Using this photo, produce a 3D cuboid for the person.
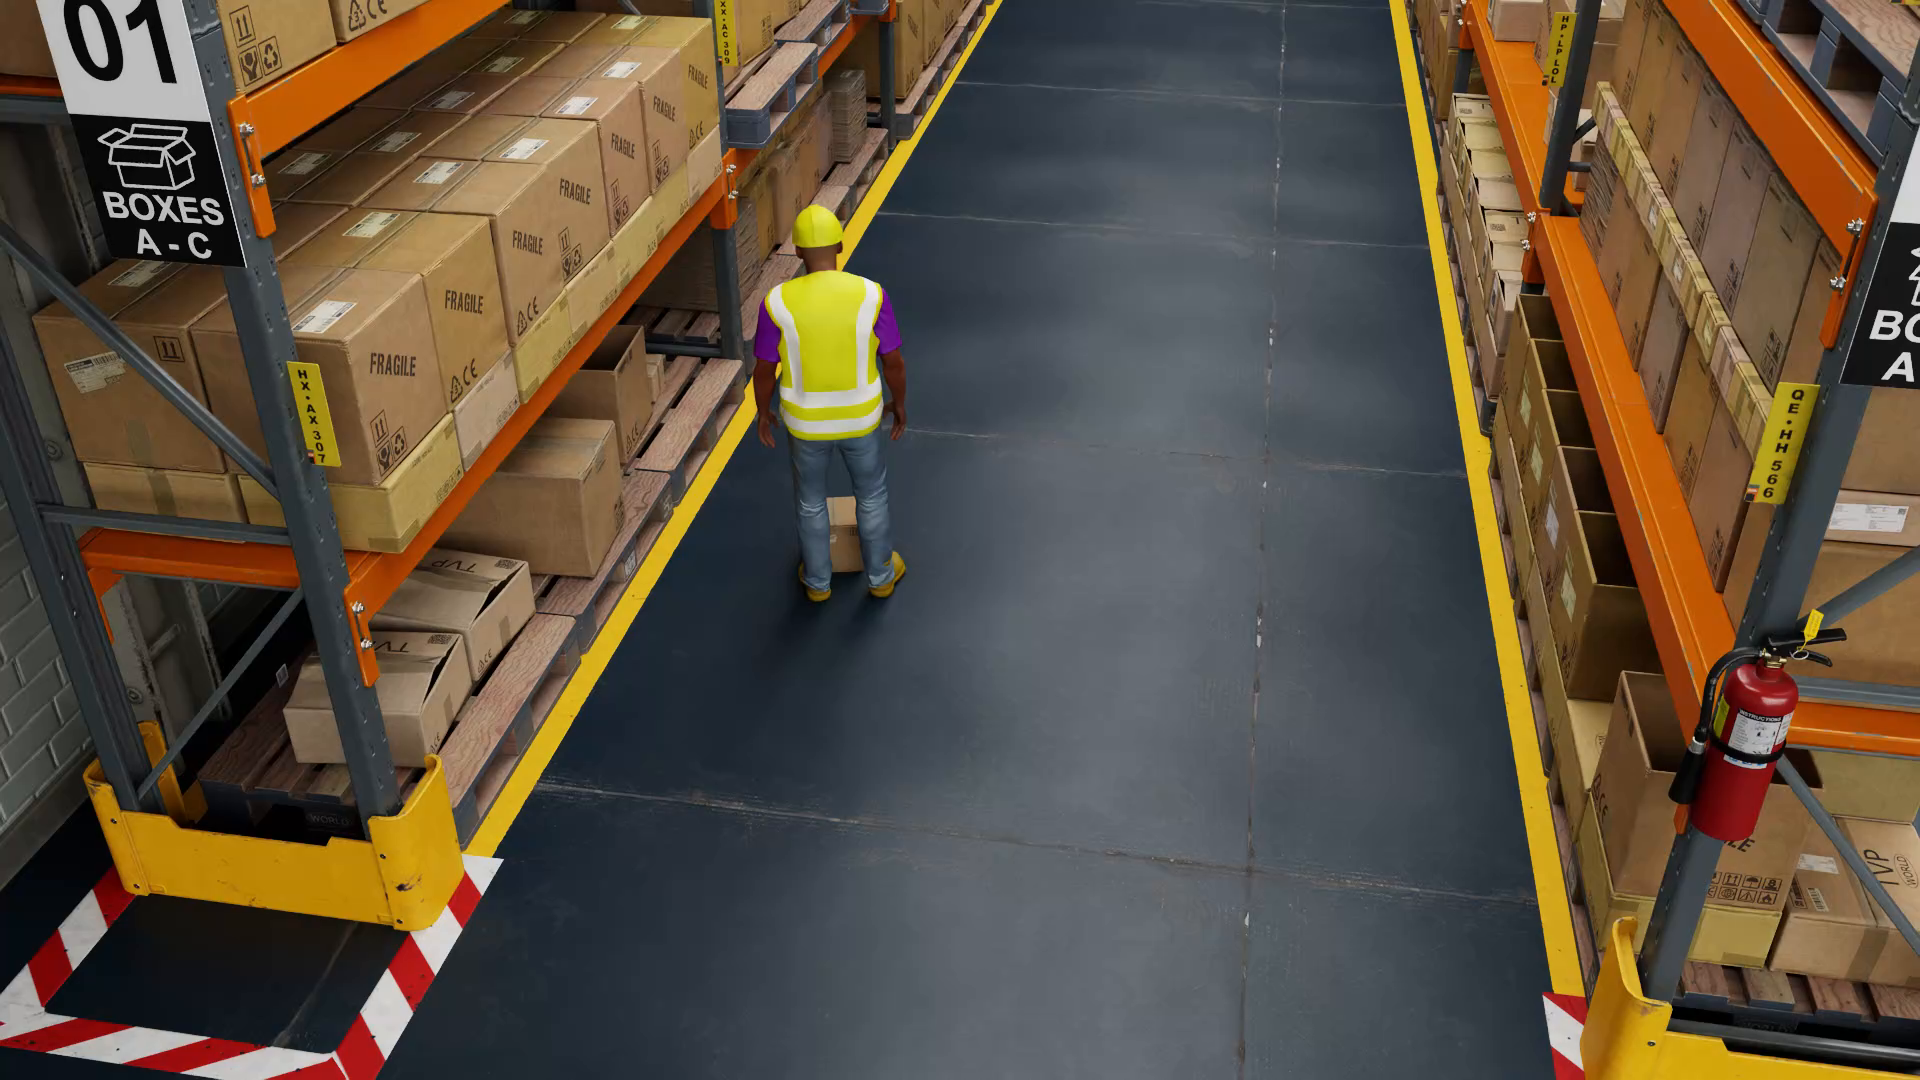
[{"bbox_3d":[-0.539,-0.540,6.981,0.636,1.757,0.454,-3,32,-5],"label":"person"}]
